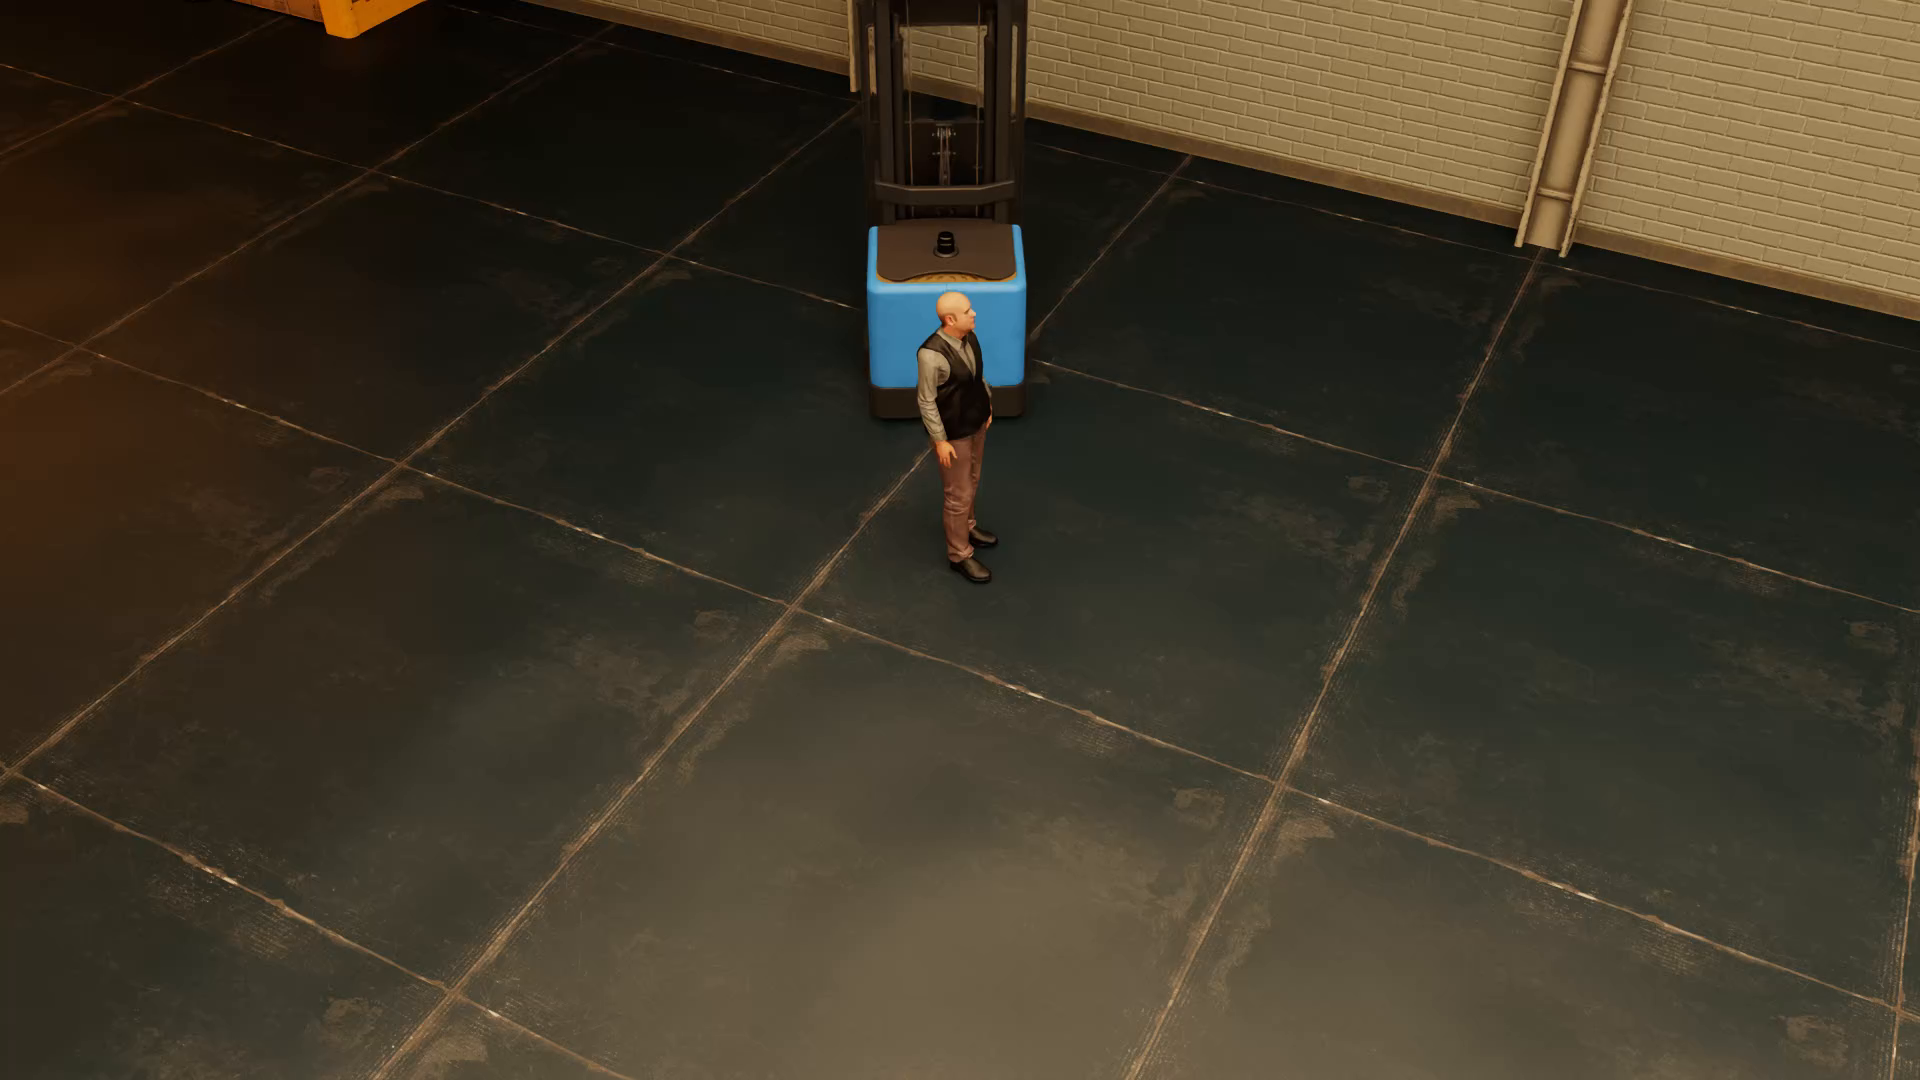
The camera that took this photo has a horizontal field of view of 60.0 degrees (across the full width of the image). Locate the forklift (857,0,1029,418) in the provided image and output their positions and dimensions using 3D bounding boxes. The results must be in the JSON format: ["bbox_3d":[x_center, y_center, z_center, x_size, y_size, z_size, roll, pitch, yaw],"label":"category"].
[{"bbox_3d":[-0.117,-2.861,11.384,1.130,2.935,3.031,-1,40,-1],"label":"forklift"}]

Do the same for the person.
[{"bbox_3d":[0.052,-0.641,9.675,0.568,1.721,0.633,18,43,21],"label":"person"}]
